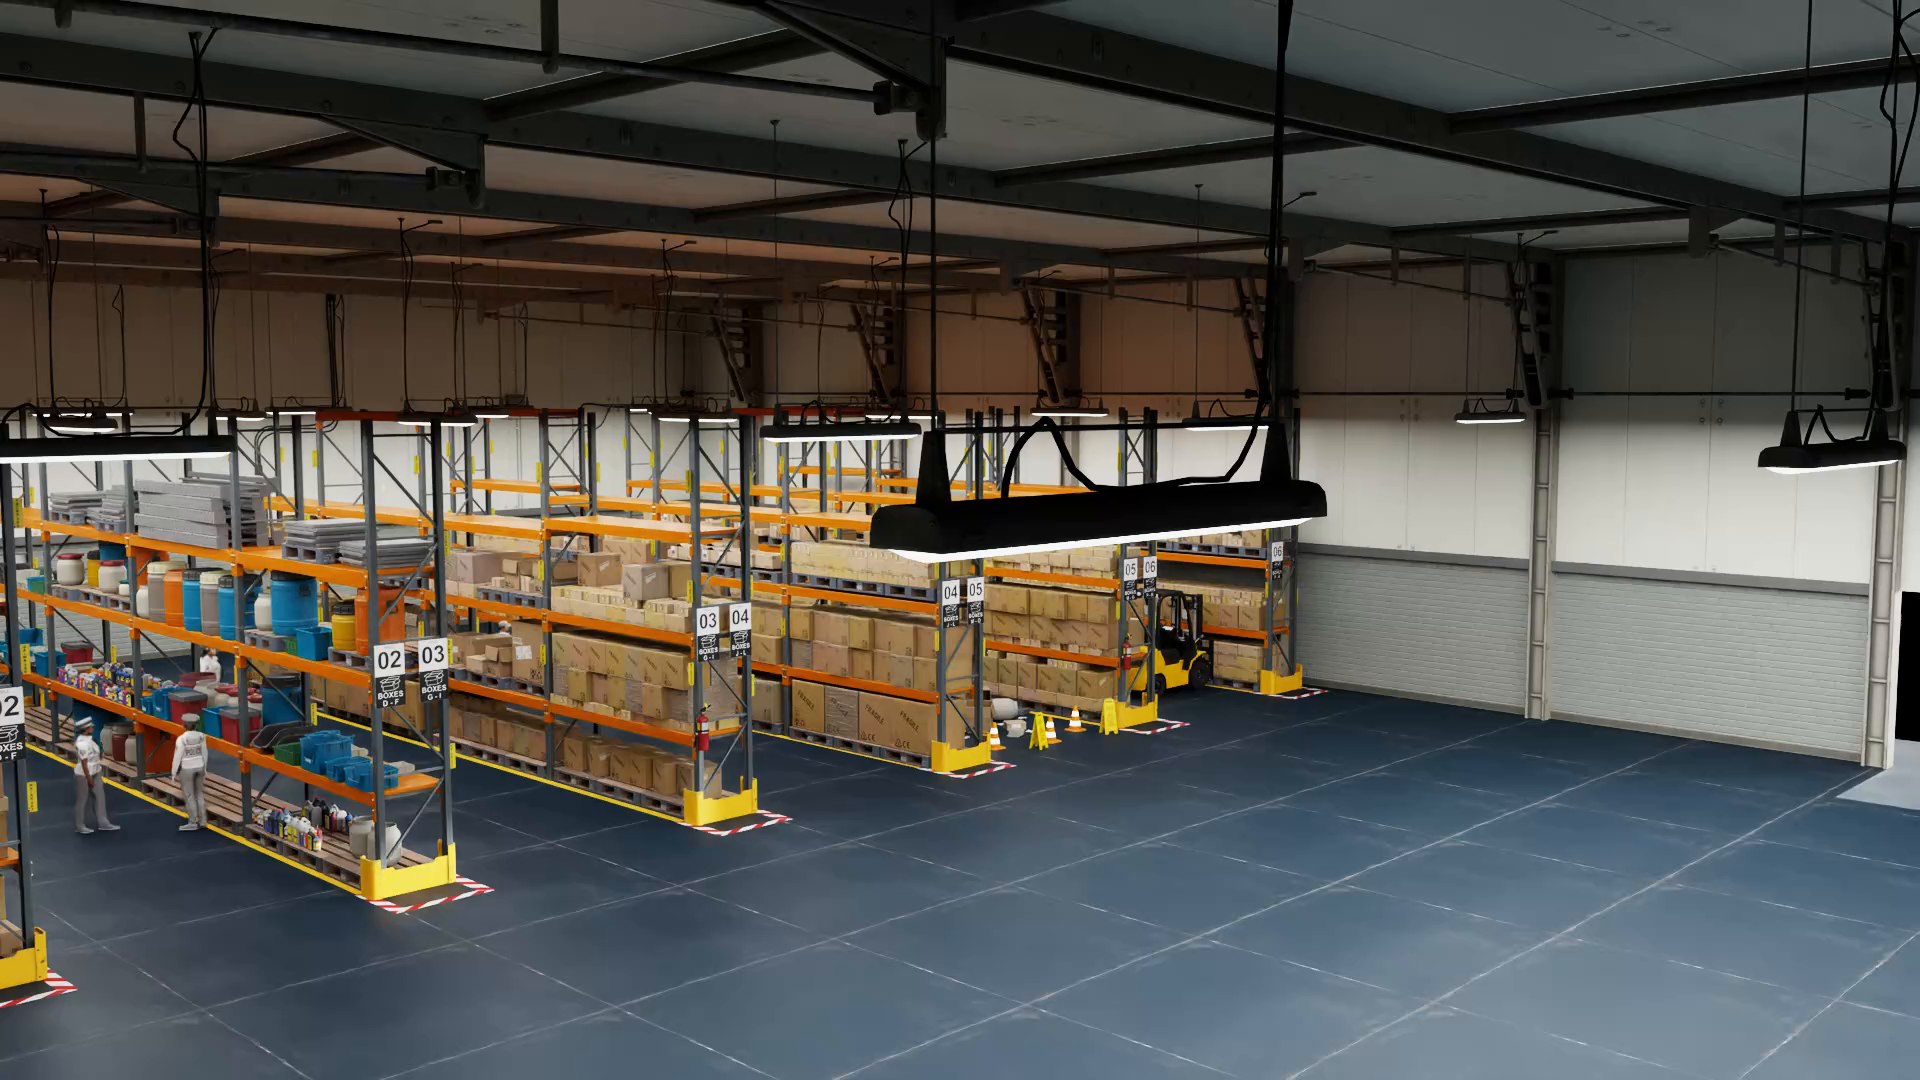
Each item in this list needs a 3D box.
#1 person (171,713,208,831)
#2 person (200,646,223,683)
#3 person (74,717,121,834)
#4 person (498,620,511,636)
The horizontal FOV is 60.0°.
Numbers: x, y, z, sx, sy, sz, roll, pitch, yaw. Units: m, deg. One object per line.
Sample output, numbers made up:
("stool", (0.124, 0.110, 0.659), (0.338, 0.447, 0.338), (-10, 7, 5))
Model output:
("person", (-11.149, 3.372, 24.066), (0.368, 1.724, 0.569), (3, 6, 28))
("person", (-14.109, 2.734, 31.303), (0.440, 1.643, 0.948), (-4, 7, -41))
("person", (-12.465, 3.384, 23.901), (0.558, 1.690, 0.475), (0, 5, 1))
("person", (-9.283, 2.474, 34.239), (0.536, 1.664, 0.516), (-4, 6, -36))
